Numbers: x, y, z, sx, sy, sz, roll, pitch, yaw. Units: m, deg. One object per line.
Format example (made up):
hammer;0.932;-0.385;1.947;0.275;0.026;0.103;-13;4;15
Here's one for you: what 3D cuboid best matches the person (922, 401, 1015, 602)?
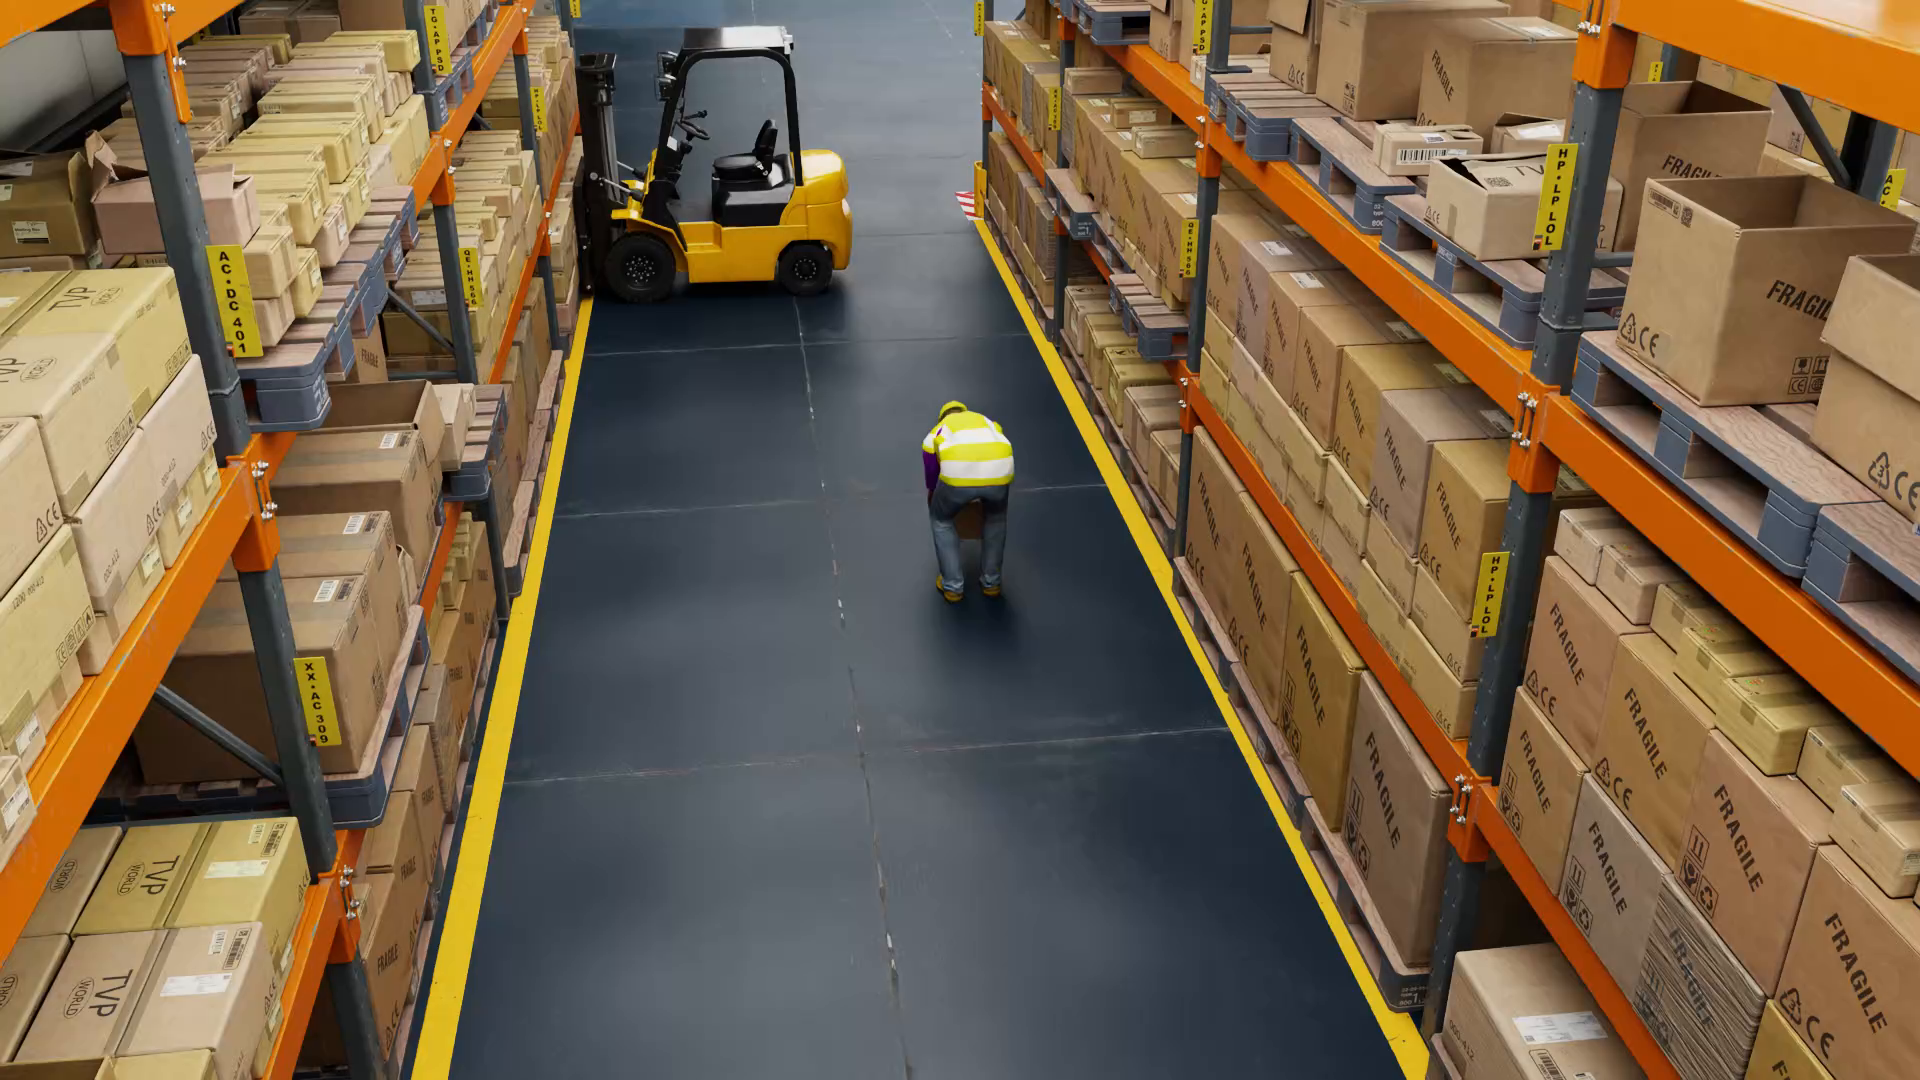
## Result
person;0.028;-0.260;9.882;0.483;1.054;0.981;-5;27;-9
